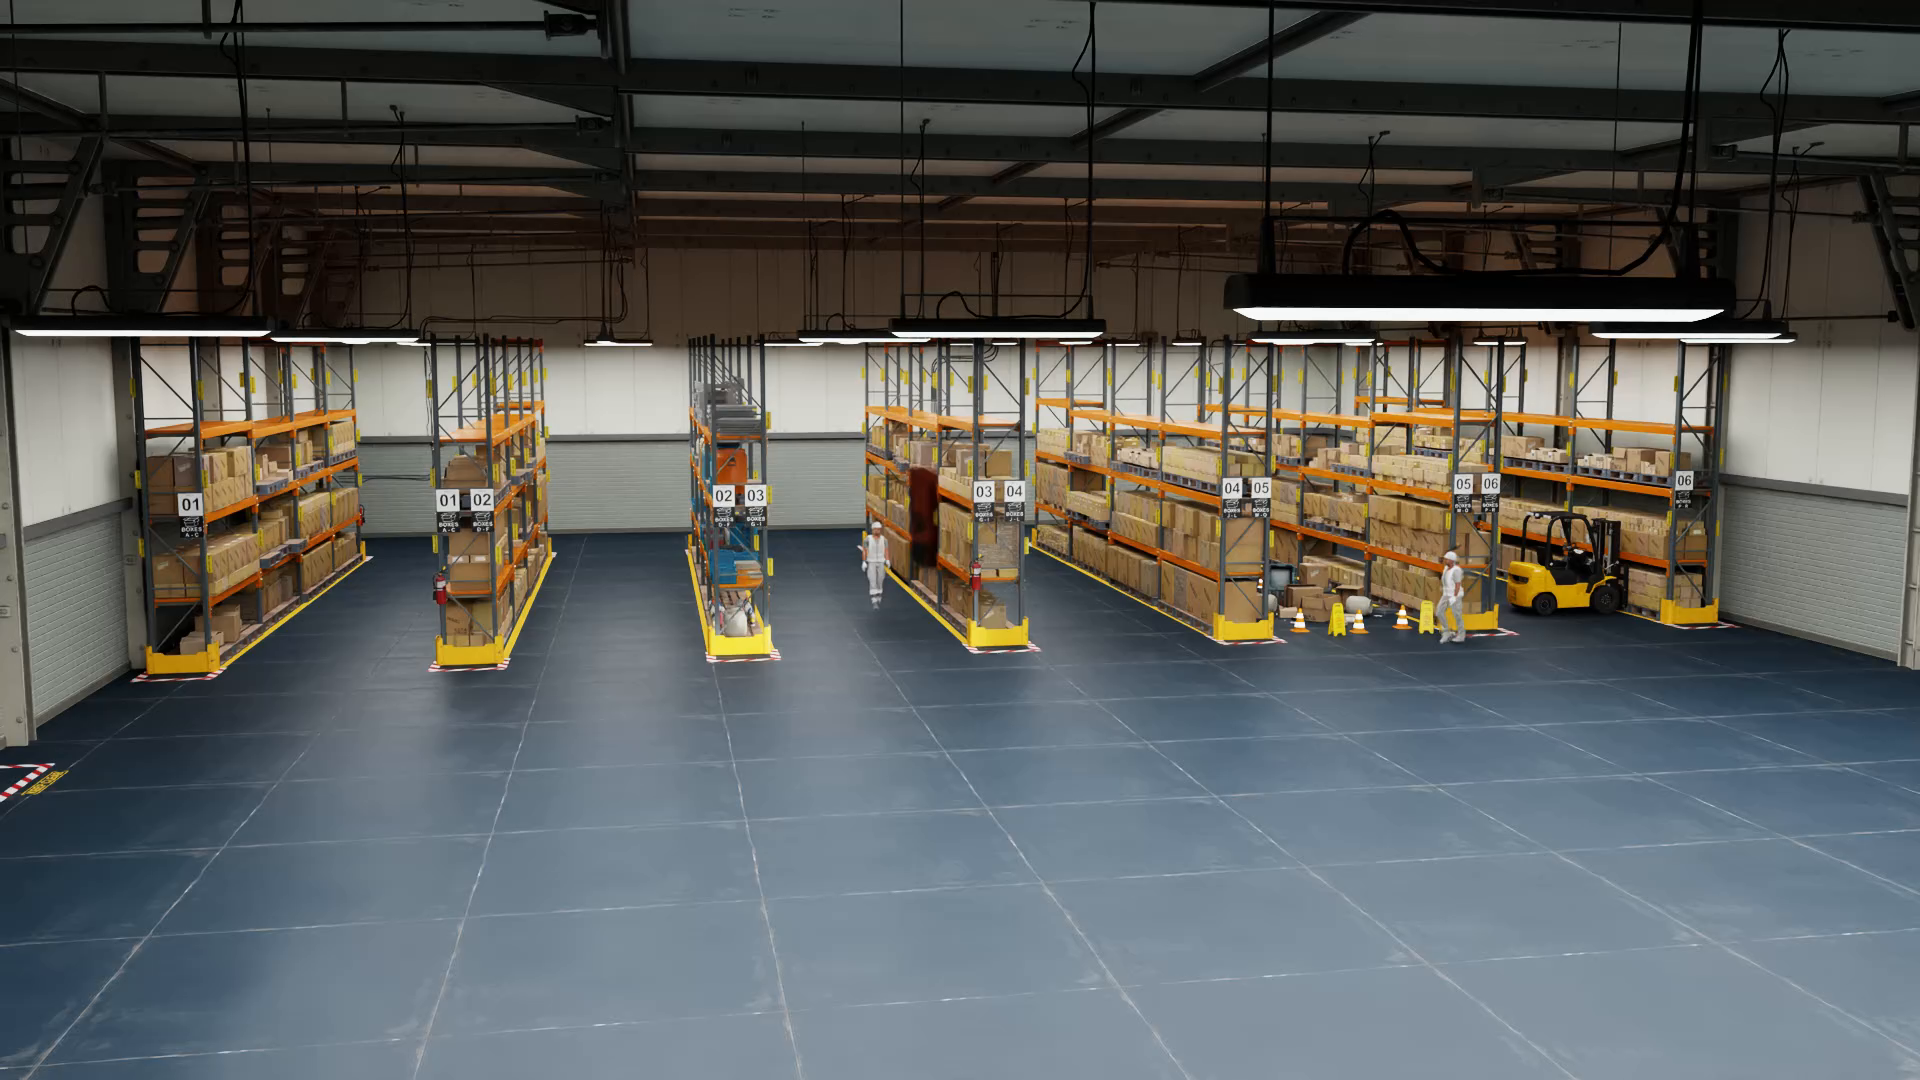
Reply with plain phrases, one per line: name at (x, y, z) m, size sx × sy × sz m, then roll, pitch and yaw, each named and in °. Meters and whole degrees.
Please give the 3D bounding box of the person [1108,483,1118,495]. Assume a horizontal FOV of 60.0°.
person at (4.579, -0.875, 50.091) m, size 1.019 × 1.731 × 0.536 m, roll -1°, pitch 7°, yaw -11°

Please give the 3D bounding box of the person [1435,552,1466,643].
person at (9.609, 1.134, 32.478) m, size 0.525 × 1.823 × 0.583 m, roll -3°, pitch 7°, yaw -22°

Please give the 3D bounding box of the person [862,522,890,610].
person at (-1.737, 0.538, 35.076) m, size 0.575 × 1.806 × 0.717 m, roll -2°, pitch 7°, yaw -18°
